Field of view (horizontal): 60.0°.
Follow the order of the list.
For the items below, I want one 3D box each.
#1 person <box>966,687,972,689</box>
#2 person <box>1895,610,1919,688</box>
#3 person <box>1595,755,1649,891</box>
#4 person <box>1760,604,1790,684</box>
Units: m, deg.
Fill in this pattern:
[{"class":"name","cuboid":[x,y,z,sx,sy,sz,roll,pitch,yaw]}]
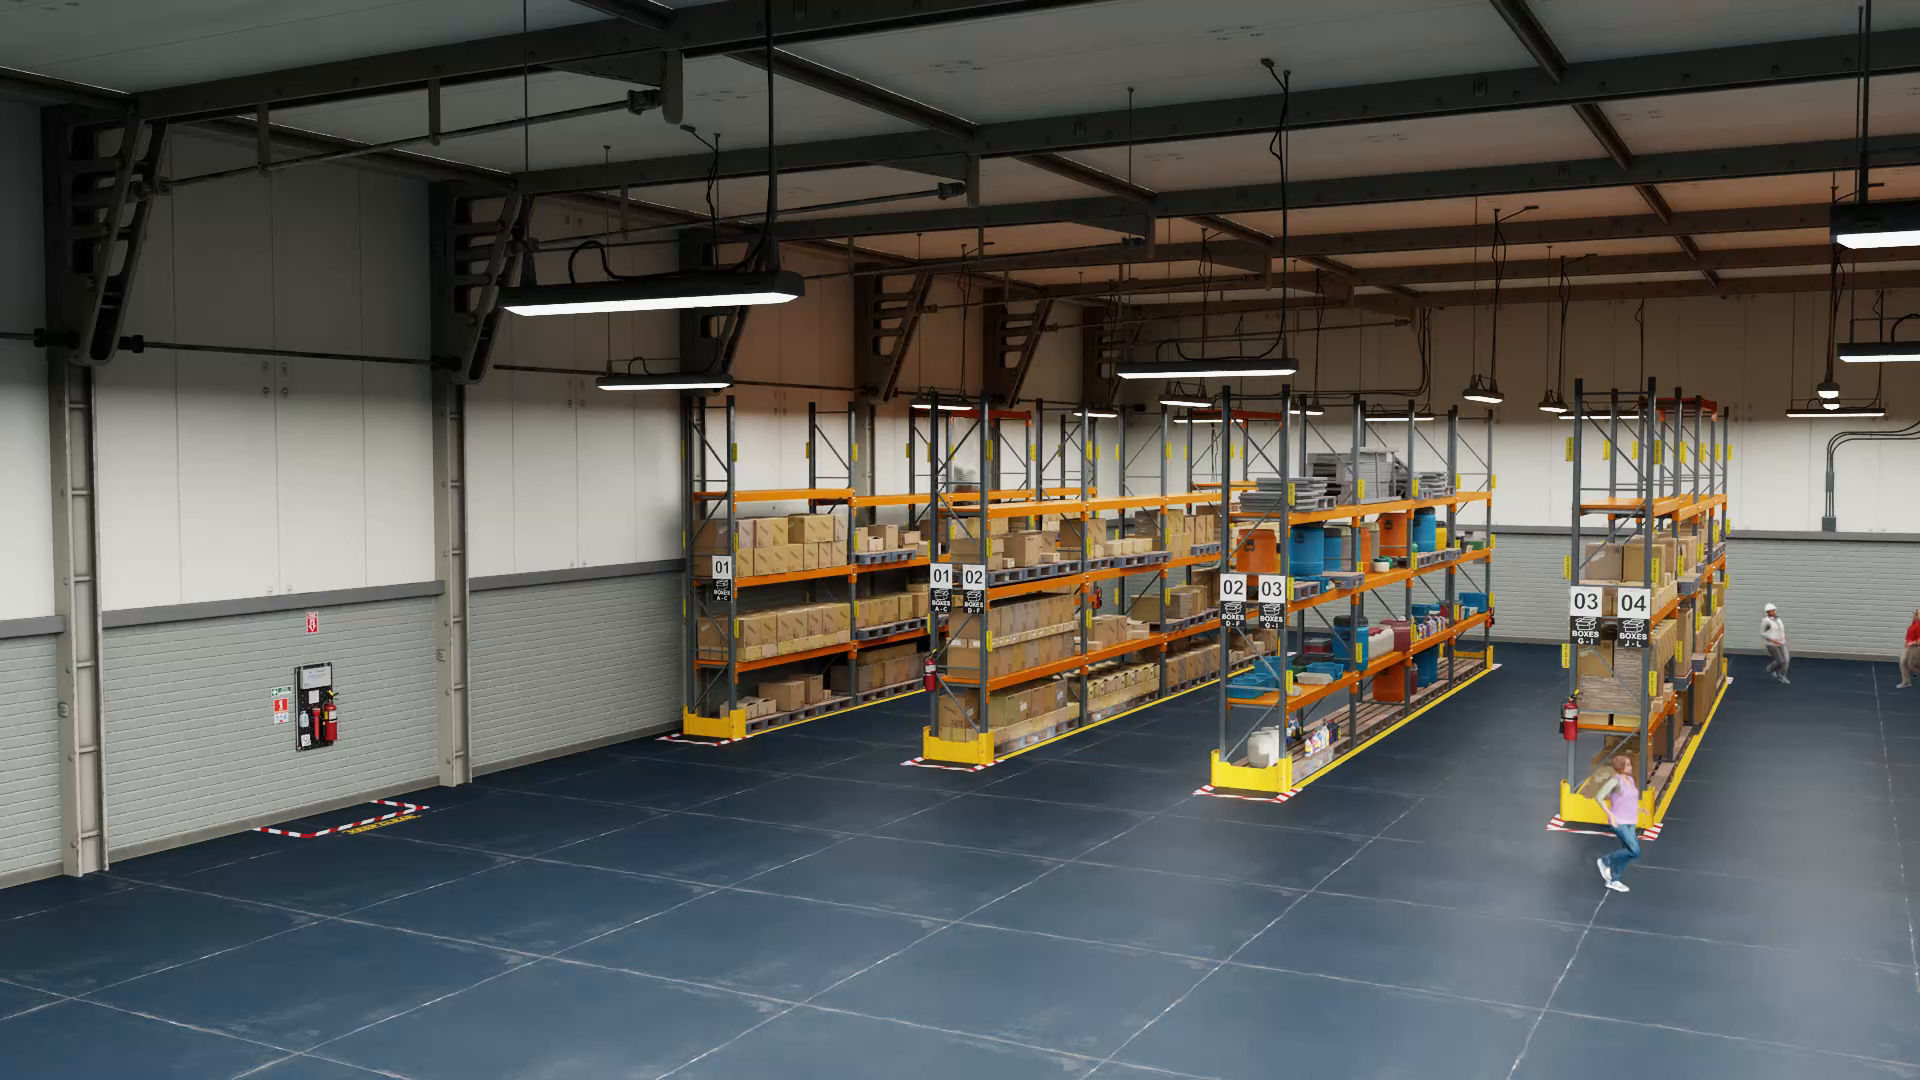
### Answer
[{"class":"person","cuboid":[0.342,2.500,30.764,0.681,1.721,0.637,1,3,23]},{"class":"person","cuboid":[20.286,2.317,35.229,0.718,1.708,0.704,0,3,7]},{"class":"person","cuboid":[7.560,3.227,18.910,0.529,1.558,0.534,-2,4,-39]},{"class":"person","cuboid":[17.704,2.254,36.160,0.685,1.723,0.574,-1,3,-19]}]
